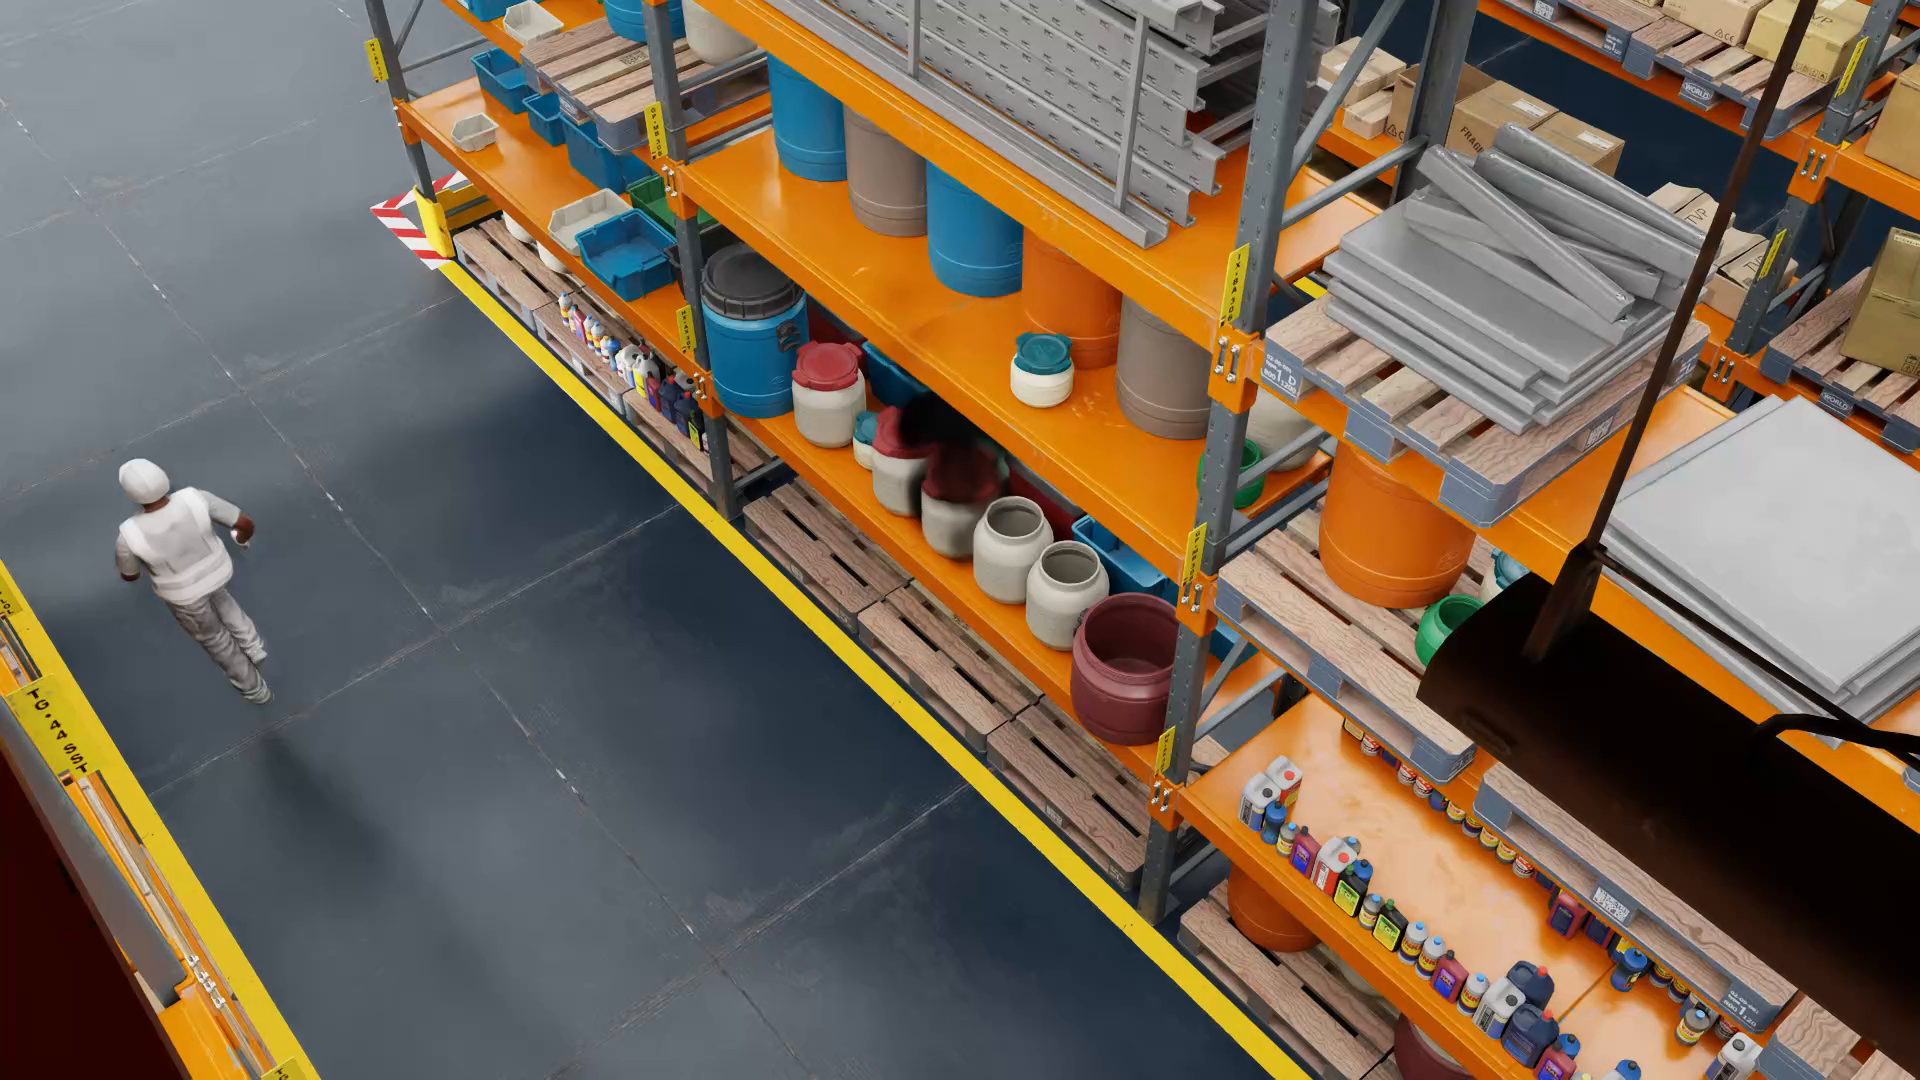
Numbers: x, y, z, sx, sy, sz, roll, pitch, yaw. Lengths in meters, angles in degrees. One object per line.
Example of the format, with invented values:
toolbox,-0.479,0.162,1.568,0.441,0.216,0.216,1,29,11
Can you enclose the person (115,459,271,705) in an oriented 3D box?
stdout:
person,-4.253,0.193,9.193,0.650,1.803,0.653,31,54,26

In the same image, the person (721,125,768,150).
person,-1.637,-3.032,12.574,0.670,1.776,1.007,-29,53,-25
